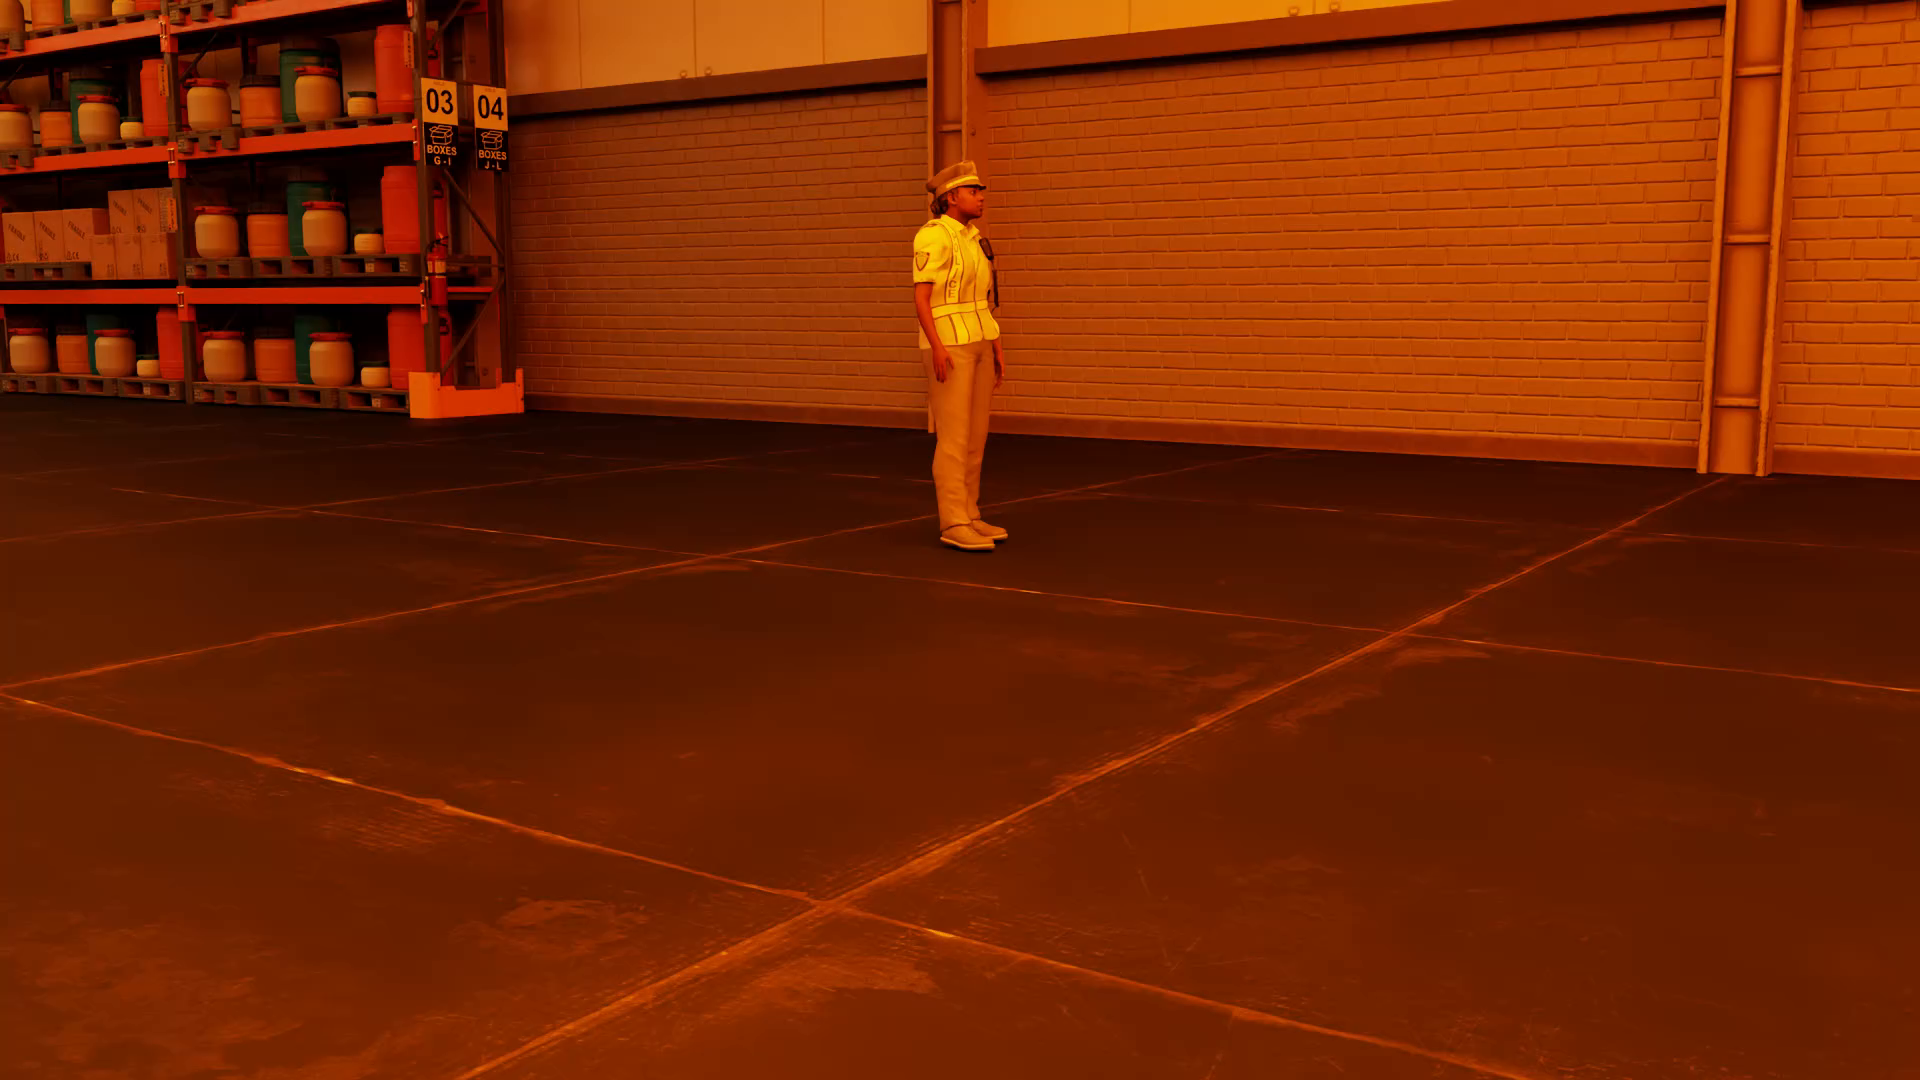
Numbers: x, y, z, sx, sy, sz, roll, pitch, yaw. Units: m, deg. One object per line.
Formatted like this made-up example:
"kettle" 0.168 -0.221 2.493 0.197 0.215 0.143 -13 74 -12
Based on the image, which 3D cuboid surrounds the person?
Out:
"person" 0.050 -0.838 7.425 0.530 1.695 0.567 5 10 34
